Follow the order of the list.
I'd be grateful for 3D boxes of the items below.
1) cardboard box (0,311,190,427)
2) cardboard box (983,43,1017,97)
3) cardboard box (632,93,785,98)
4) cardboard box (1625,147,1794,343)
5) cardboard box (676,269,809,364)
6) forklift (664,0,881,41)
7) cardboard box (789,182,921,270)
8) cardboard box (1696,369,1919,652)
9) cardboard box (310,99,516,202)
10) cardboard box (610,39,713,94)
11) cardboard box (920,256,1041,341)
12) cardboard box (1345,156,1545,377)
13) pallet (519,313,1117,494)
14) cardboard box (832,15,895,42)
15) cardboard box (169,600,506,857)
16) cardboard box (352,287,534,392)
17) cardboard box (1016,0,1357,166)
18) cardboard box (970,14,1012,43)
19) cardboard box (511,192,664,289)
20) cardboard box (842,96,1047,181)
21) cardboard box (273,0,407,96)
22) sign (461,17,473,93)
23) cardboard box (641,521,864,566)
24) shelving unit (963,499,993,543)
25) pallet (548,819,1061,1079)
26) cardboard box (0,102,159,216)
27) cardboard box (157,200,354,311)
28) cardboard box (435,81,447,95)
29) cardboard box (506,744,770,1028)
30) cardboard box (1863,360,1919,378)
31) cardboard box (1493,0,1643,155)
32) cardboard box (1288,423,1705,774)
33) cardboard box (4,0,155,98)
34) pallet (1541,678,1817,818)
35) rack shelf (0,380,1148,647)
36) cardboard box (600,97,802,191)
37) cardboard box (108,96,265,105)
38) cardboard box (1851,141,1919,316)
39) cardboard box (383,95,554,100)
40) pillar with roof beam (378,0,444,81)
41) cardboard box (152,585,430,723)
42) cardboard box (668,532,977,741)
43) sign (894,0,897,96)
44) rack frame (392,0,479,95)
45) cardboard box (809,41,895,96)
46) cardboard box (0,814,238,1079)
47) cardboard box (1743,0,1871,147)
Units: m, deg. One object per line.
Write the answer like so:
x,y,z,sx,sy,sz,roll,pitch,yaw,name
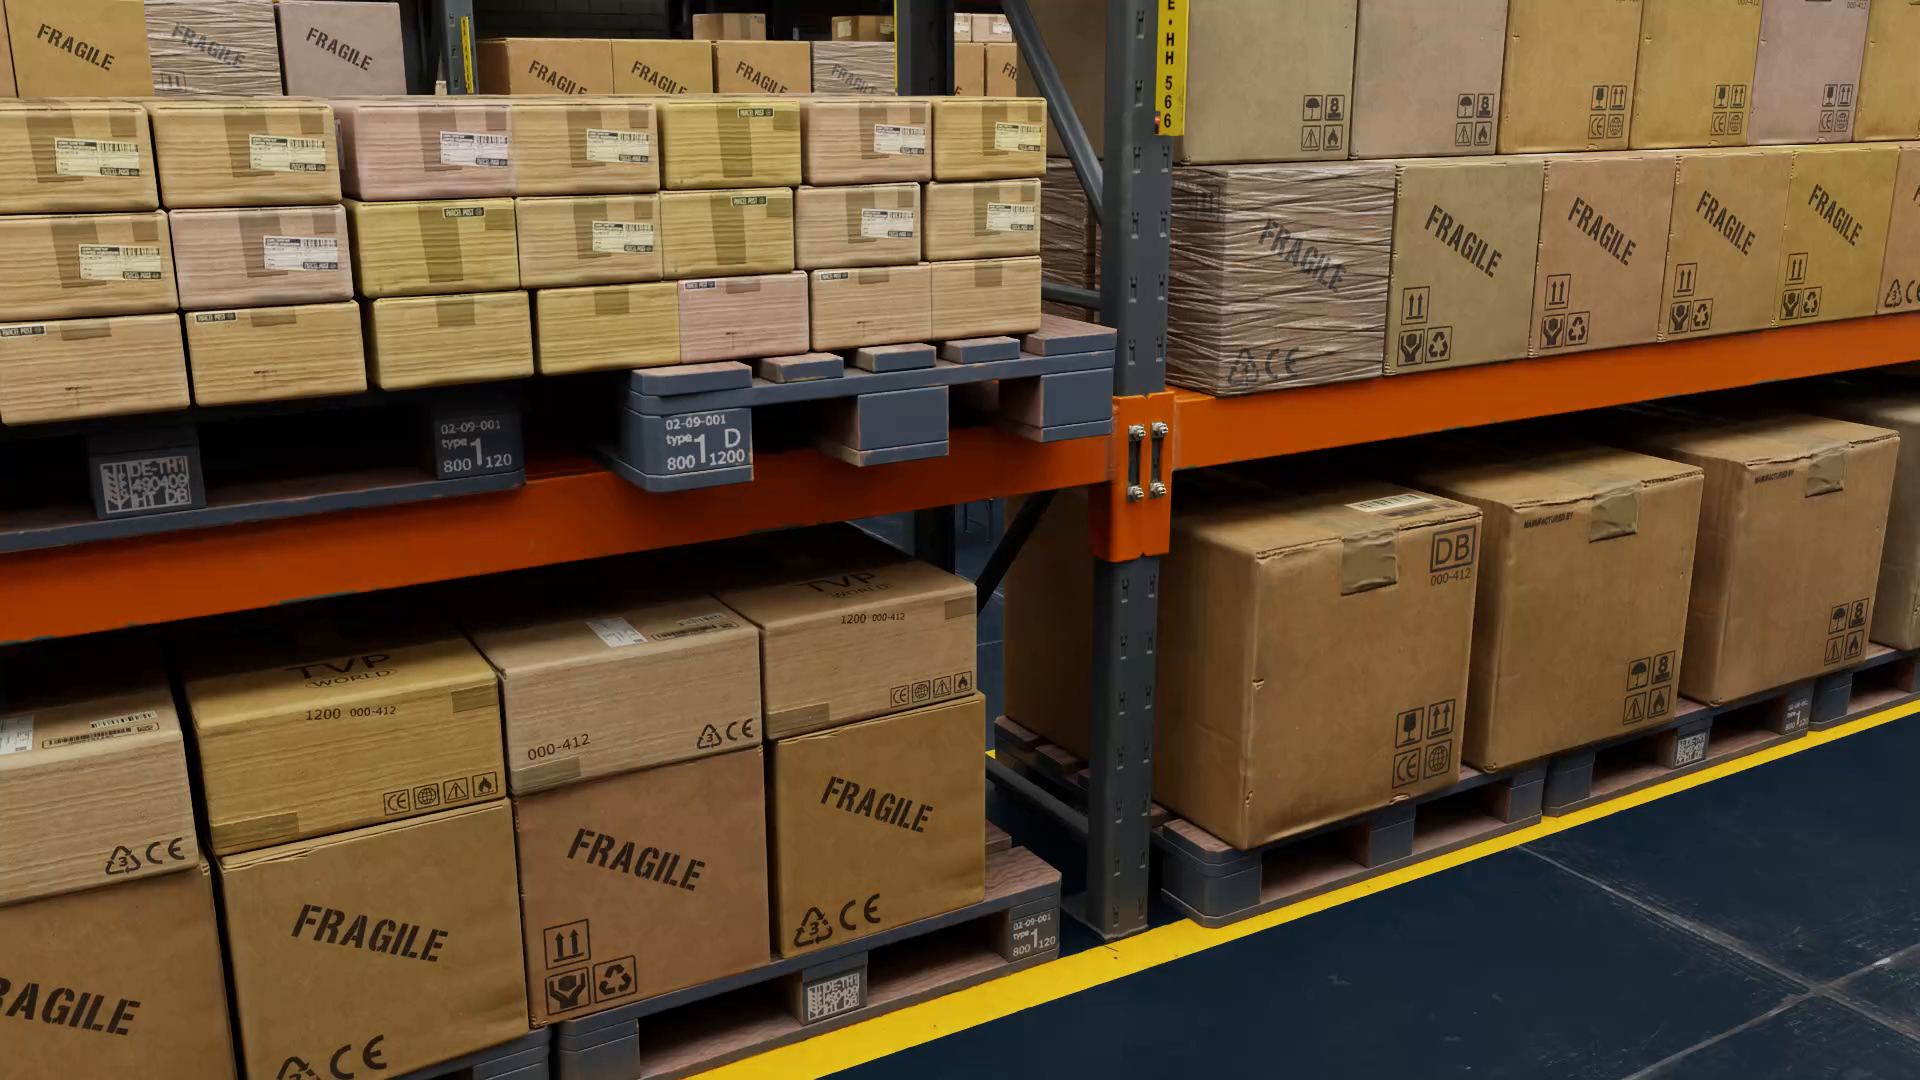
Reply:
-1.375,-0.294,2.588,0.250,0.149,0.380,-10,19,-32,cardboard box
0.236,-2.497,9.247,0.500,0.500,0.500,-9,18,-29,cardboard box
-0.579,-0.913,3.696,0.250,0.149,0.380,-10,18,-31,cardboard box
1.964,-0.861,4.740,0.500,0.500,0.500,-9,18,-30,cardboard box
-0.475,-0.440,3.108,0.250,0.149,0.380,-9,18,-29,cardboard box
-1.177,-2.663,11.480,3.031,2.935,1.130,-9,18,-29,forklift
-0.271,-0.616,3.187,0.250,0.149,0.380,-8,18,-28,cardboard box
3.088,-0.171,5.853,0.750,0.750,1.050,-9,18,-30,cardboard box
-0.916,-0.656,2.777,0.250,0.149,0.380,-9,18,-30,cardboard box
-1.543,-2.211,8.226,0.500,0.500,0.500,-8,18,-27,cardboard box
-0.041,-0.509,3.357,0.250,0.149,0.380,-9,18,-29,cardboard box
1.104,-0.723,4.245,0.500,0.500,0.500,-9,18,-30,cardboard box
-0.411,-0.387,3.589,1.003,0.211,1.213,-9,18,-30,pallet
-0.525,-2.838,9.260,0.250,0.149,0.380,-8,18,-27,cardboard box
-1.177,0.333,3.130,0.500,0.250,0.500,-9,18,-28,cardboard box
-0.920,-0.368,2.852,0.250,0.149,0.380,-10,19,-32,cardboard box
0.535,-1.193,4.070,0.500,0.500,0.700,-9,18,-30,cardboard box
0.075,-2.781,9.057,0.250,0.149,0.380,-10,18,-31,cardboard box
-0.710,-0.544,2.930,0.250,0.149,0.380,-9,18,-30,cardboard box
-0.039,-0.797,3.280,0.250,0.149,0.380,-10,19,-32,cardboard box
-2.799,-2.132,7.419,0.500,0.500,0.500,-10,18,-31,cardboard box
-2.202,-2.164,7.427,0.005,0.325,0.100,-9,18,-30,sign
-0.570,0.077,4.042,0.500,0.250,0.500,-10,19,-32,cardboard box
-0.007,-0.432,7.284,0.210,0.900,0.258,-9,18,-30,shelving unit
-0.525,0.848,3.994,1.213,0.211,1.003,-9,18,-30,pallet
-1.372,-0.581,2.512,0.250,0.149,0.380,-9,18,-28,cardboard box
-1.148,-0.474,2.679,0.250,0.149,0.380,-9,18,-28,cardboard box
-3.972,-3.337,12.371,0.250,0.149,0.380,-9,18,-29,cardboard box
-0.731,0.622,3.488,0.500,0.500,0.500,-8,18,-27,cardboard box
4.149,-0.410,6.472,0.875,0.875,0.875,-9,18,-29,cardboard box
1.407,-1.335,4.578,0.500,0.500,0.700,-10,18,-31,cardboard box
1.461,0.092,4.915,0.750,0.750,1.050,-9,18,-29,cardboard box
-3.664,-1.991,6.917,0.500,0.500,0.500,-9,18,-30,cardboard box
1.905,0.479,5.310,1.213,0.211,1.003,-9,18,-30,pallet
-1.569,0.021,3.109,4.000,0.370,1.077,-9,18,-30,rack shelf
-0.480,-0.726,3.027,0.250,0.149,0.380,-9,18,-28,cardboard box
-1.476,-0.768,3.179,0.250,0.149,0.380,-9,18,-28,cardboard box
2.831,-1.003,5.244,0.500,0.500,0.500,-9,18,-30,cardboard box
-1.019,-0.844,3.447,0.250,0.149,0.380,-10,19,-32,cardboard box
-2.180,-5.165,9.162,0.400,9.000,9.100,-9,18,-30,pillar with roof beam
-1.436,0.213,3.555,0.500,0.250,0.500,-9,18,-29,cardboard box
-0.306,0.193,3.628,0.500,0.250,0.500,-10,18,-31,cardboard box
-0.143,-1.289,4.304,0.005,0.325,0.100,-9,18,-30,sign
-2.490,-1.734,8.040,0.127,3.000,1.000,-9,18,-30,rack frame
-0.658,-2.354,8.736,0.500,0.500,0.500,-10,19,-32,cardboard box
-1.619,0.763,2.983,0.500,0.500,0.500,-9,18,-29,cardboard box
2.278,-1.476,5.081,0.500,0.500,0.700,-9,18,-29,cardboard box
